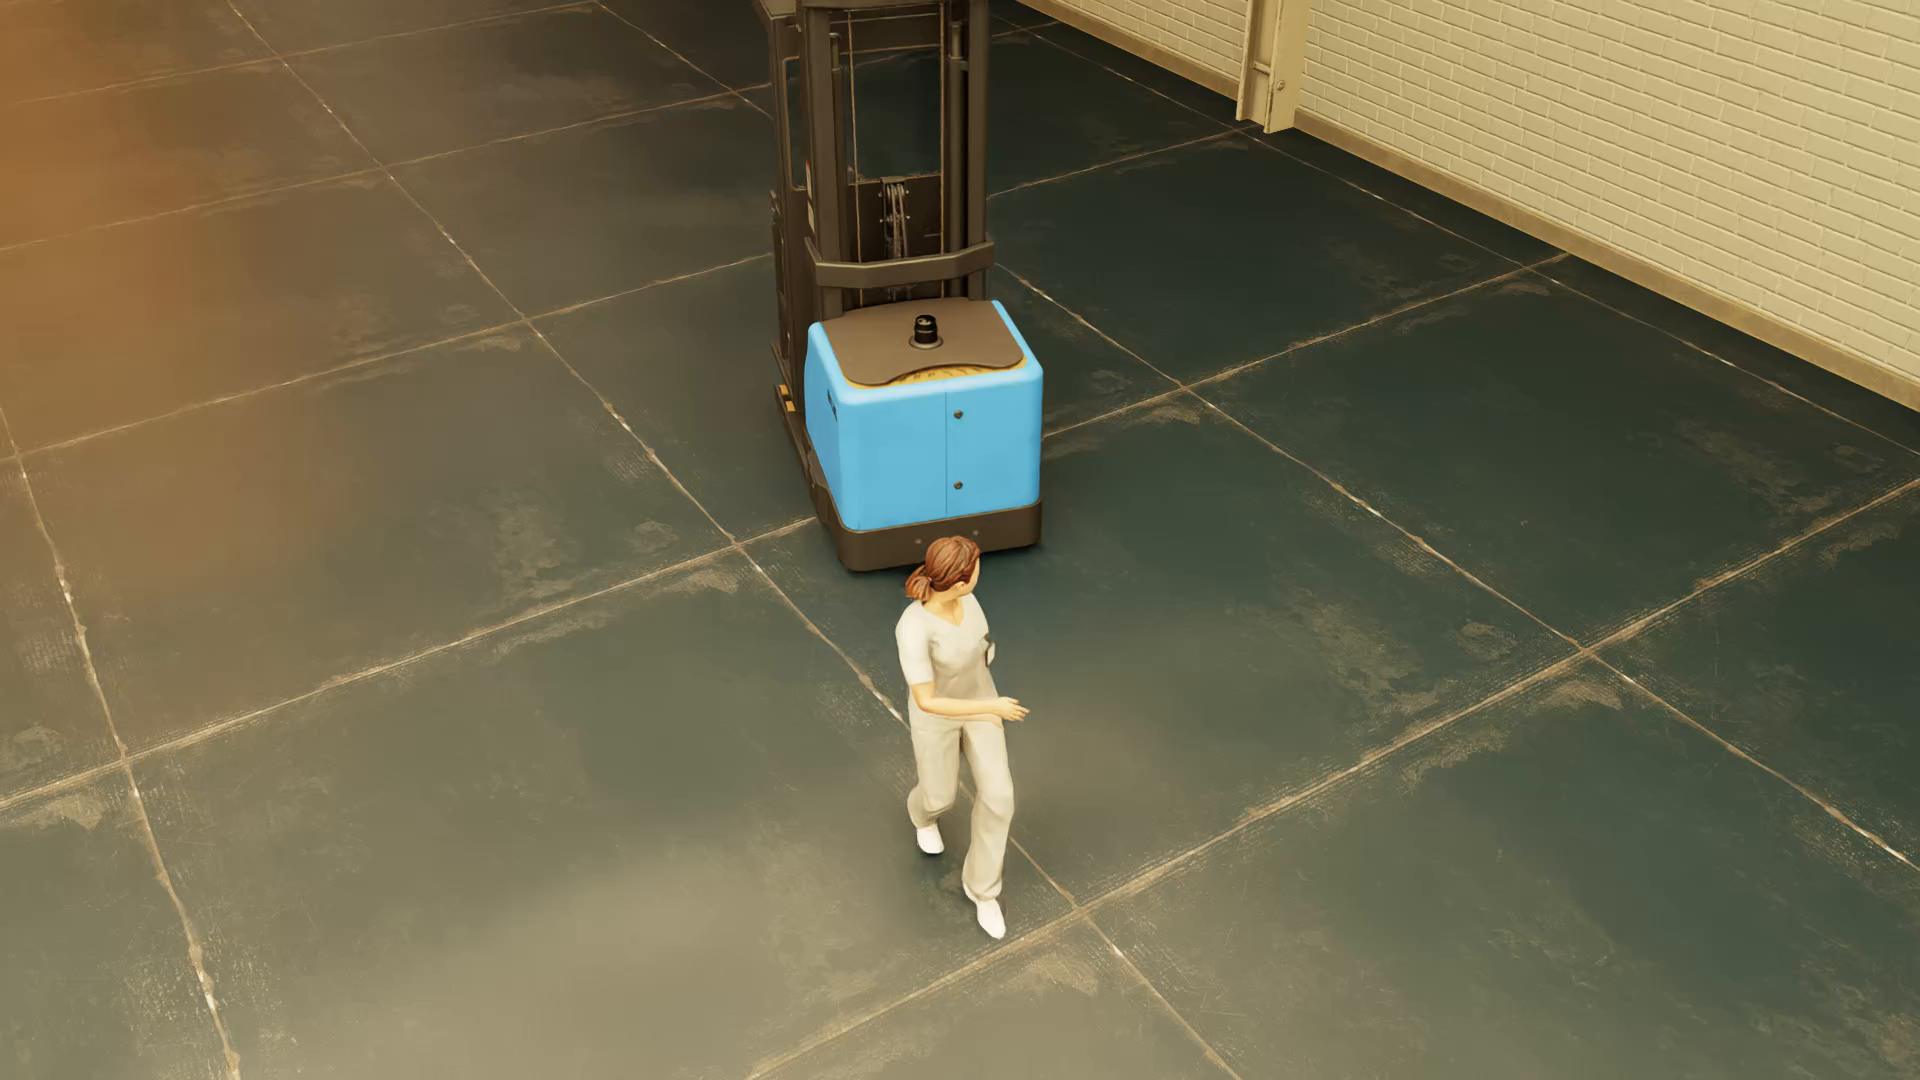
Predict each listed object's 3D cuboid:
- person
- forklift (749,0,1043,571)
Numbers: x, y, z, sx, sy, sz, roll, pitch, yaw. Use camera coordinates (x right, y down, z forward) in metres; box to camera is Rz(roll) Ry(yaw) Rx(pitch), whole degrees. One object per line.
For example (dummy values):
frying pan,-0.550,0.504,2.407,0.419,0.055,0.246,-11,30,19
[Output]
person,-0.018,0.678,6.362,0.475,1.630,0.875,-18,39,-23
forklift,-0.460,-1.888,8.835,1.130,2.935,3.031,-9,36,-12
